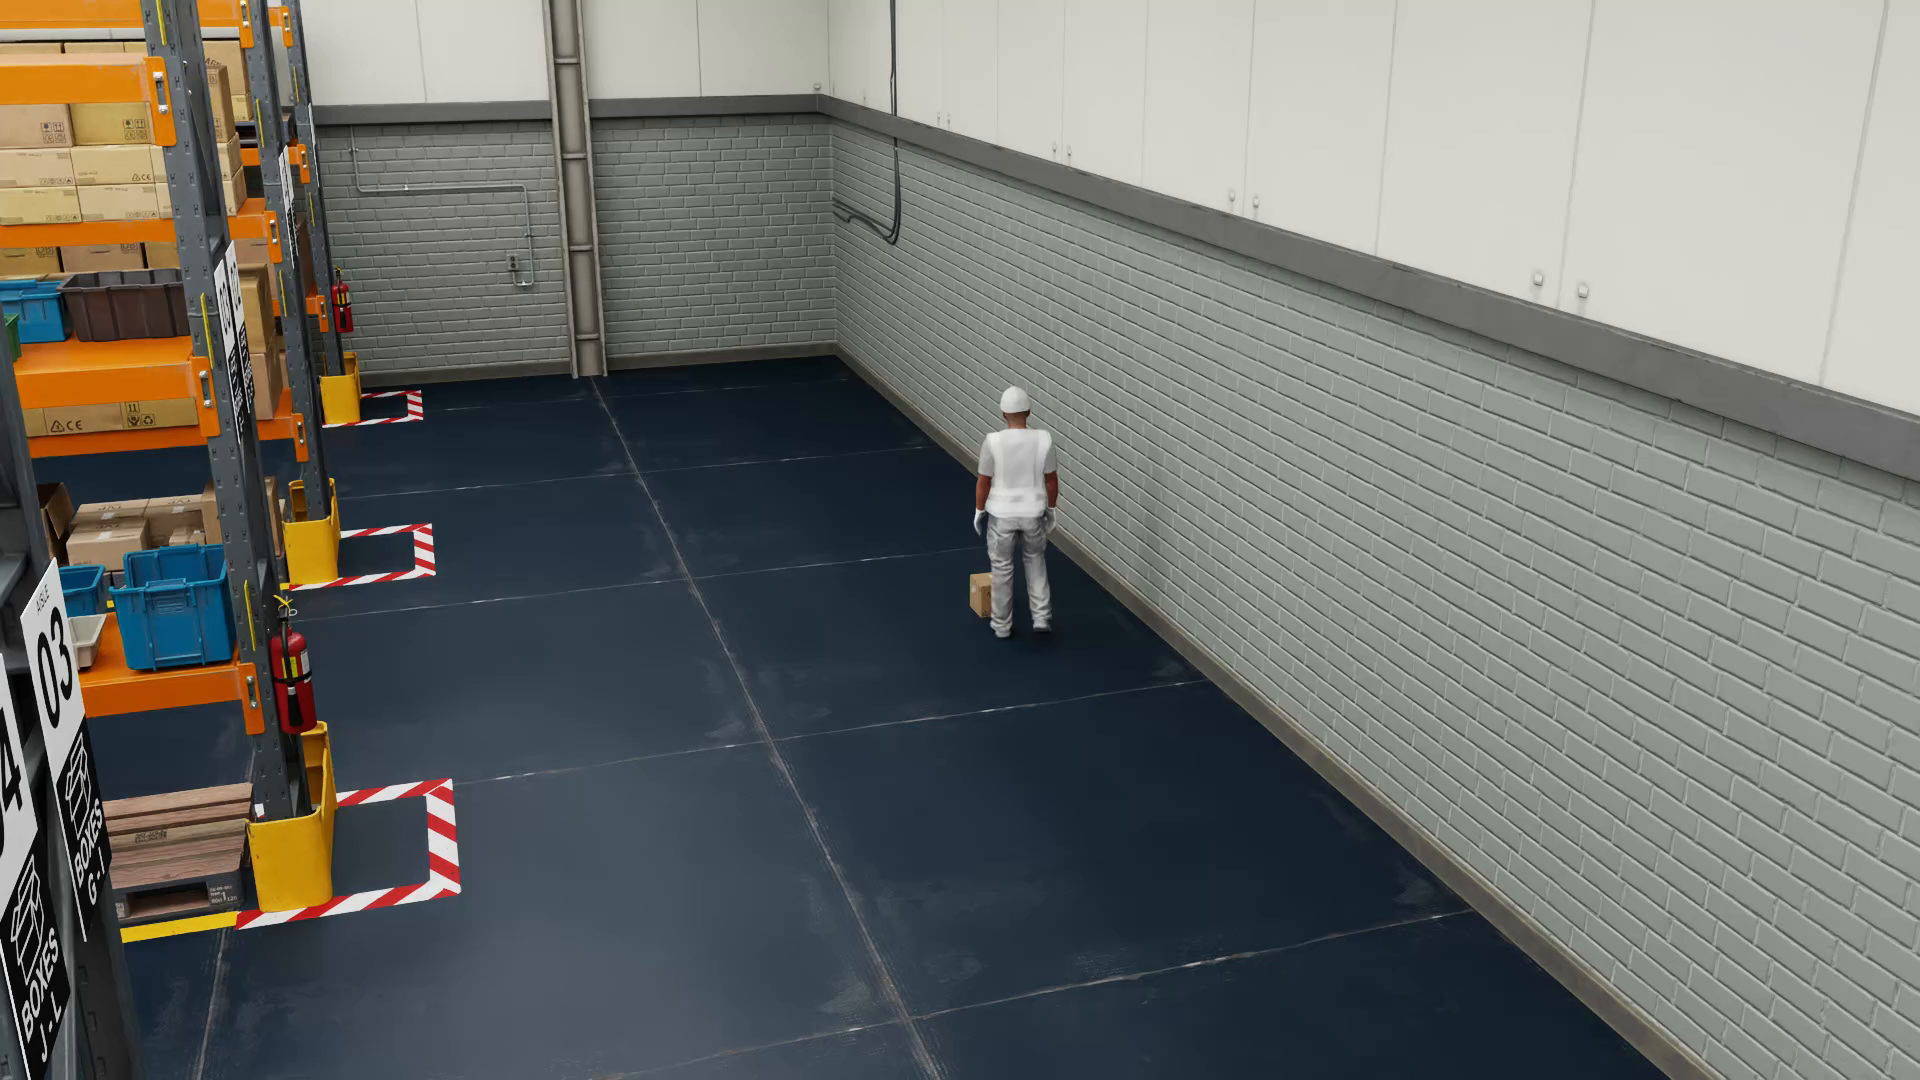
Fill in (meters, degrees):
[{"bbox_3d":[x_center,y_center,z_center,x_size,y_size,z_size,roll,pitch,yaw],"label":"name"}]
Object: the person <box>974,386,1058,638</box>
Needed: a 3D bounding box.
[{"bbox_3d":[0.380,-0.176,11.536,0.570,1.827,0.383,-4,19,-11],"label":"person"}]
